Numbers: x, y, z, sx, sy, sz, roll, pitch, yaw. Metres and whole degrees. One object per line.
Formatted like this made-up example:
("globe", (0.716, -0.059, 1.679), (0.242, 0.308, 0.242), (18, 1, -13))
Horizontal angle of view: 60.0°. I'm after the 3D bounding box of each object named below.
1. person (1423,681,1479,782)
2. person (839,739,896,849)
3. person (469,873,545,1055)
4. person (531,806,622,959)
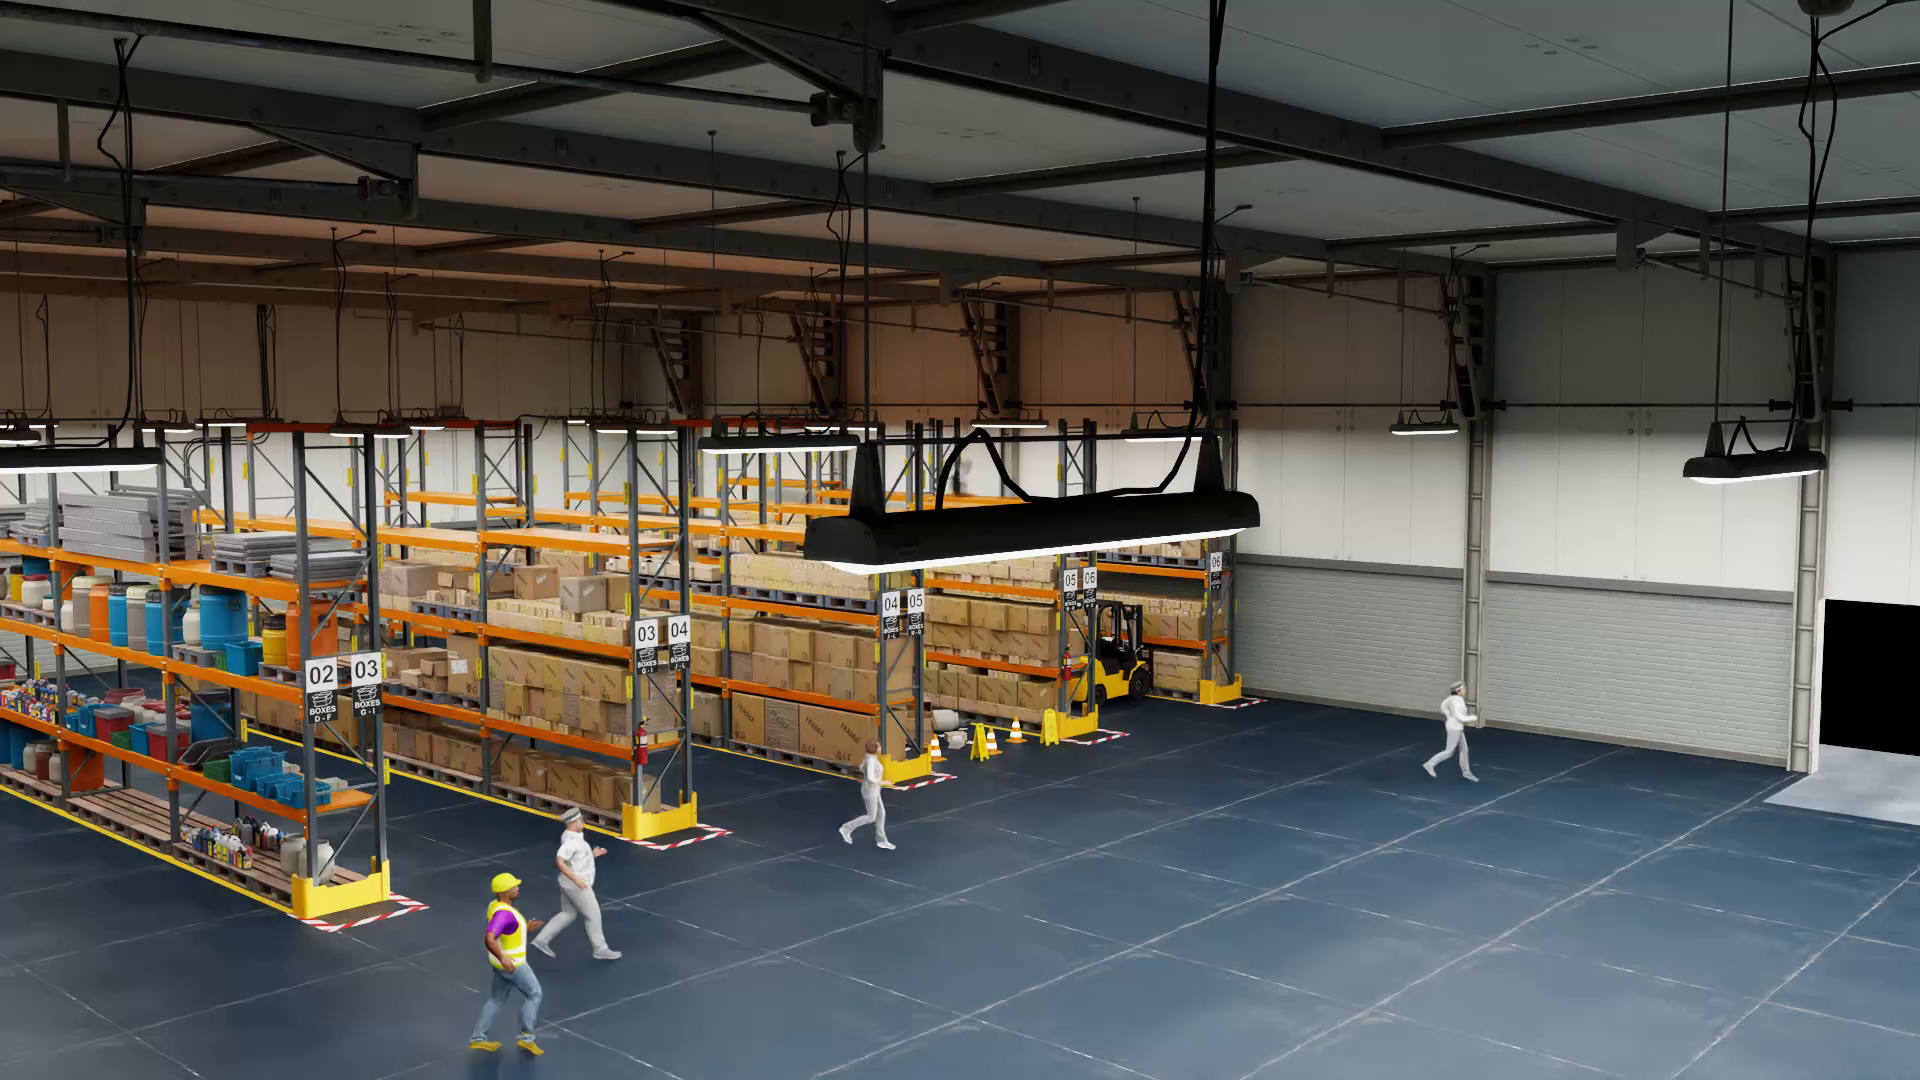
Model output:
("person", (8.256, 3.205, 27.924), (0.937, 1.717, 0.622), (1, 5, 8))
("person", (-1.300, 3.619, 23.651), (0.768, 1.595, 0.548), (0, 5, -5))
("person", (-4.376, 4.133, 16.119), (0.770, 1.831, 0.672), (-3, 6, -33))
("person", (-4.342, 3.886, 18.789), (0.989, 1.770, 0.663), (-2, 5, -24))
